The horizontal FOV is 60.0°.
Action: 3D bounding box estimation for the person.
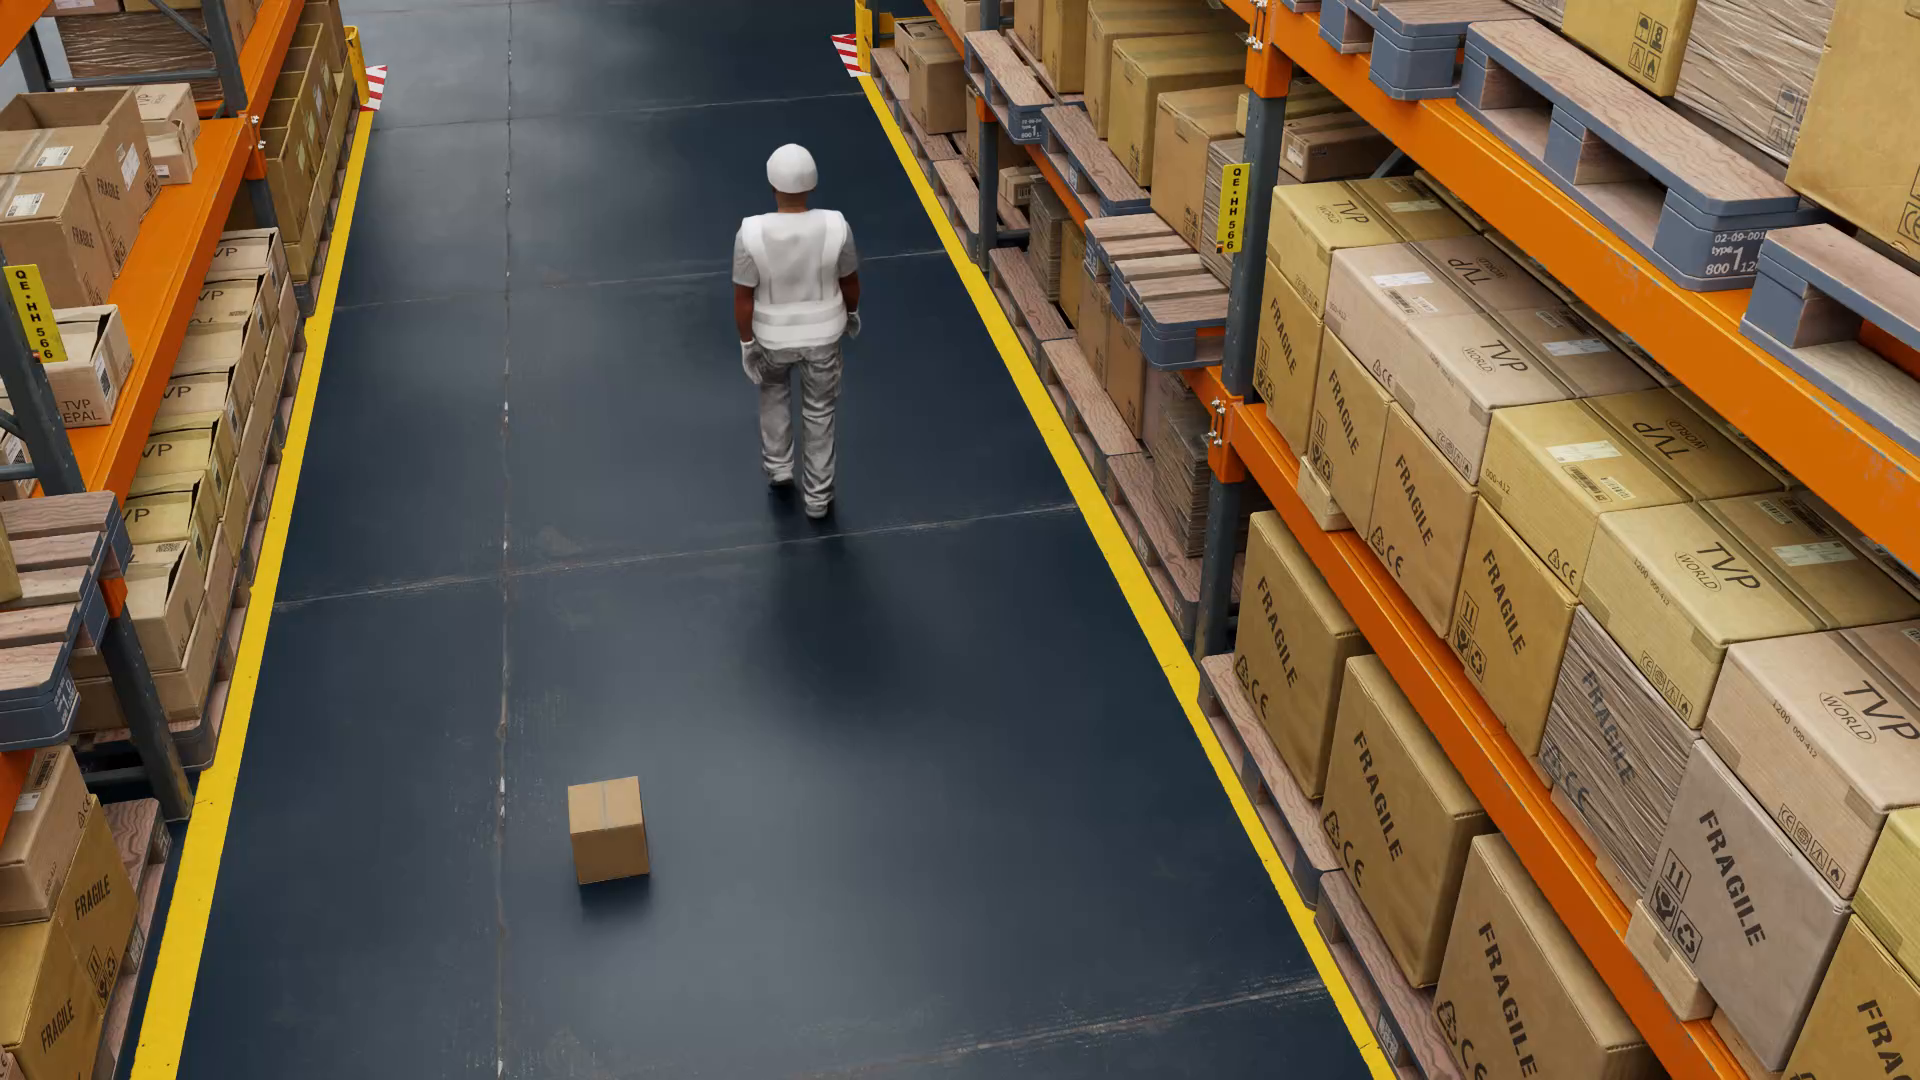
[{"bbox_3d":[-0.722,-0.935,7.519,0.553,1.839,0.490,-3,34,-4],"label":"person"}]
